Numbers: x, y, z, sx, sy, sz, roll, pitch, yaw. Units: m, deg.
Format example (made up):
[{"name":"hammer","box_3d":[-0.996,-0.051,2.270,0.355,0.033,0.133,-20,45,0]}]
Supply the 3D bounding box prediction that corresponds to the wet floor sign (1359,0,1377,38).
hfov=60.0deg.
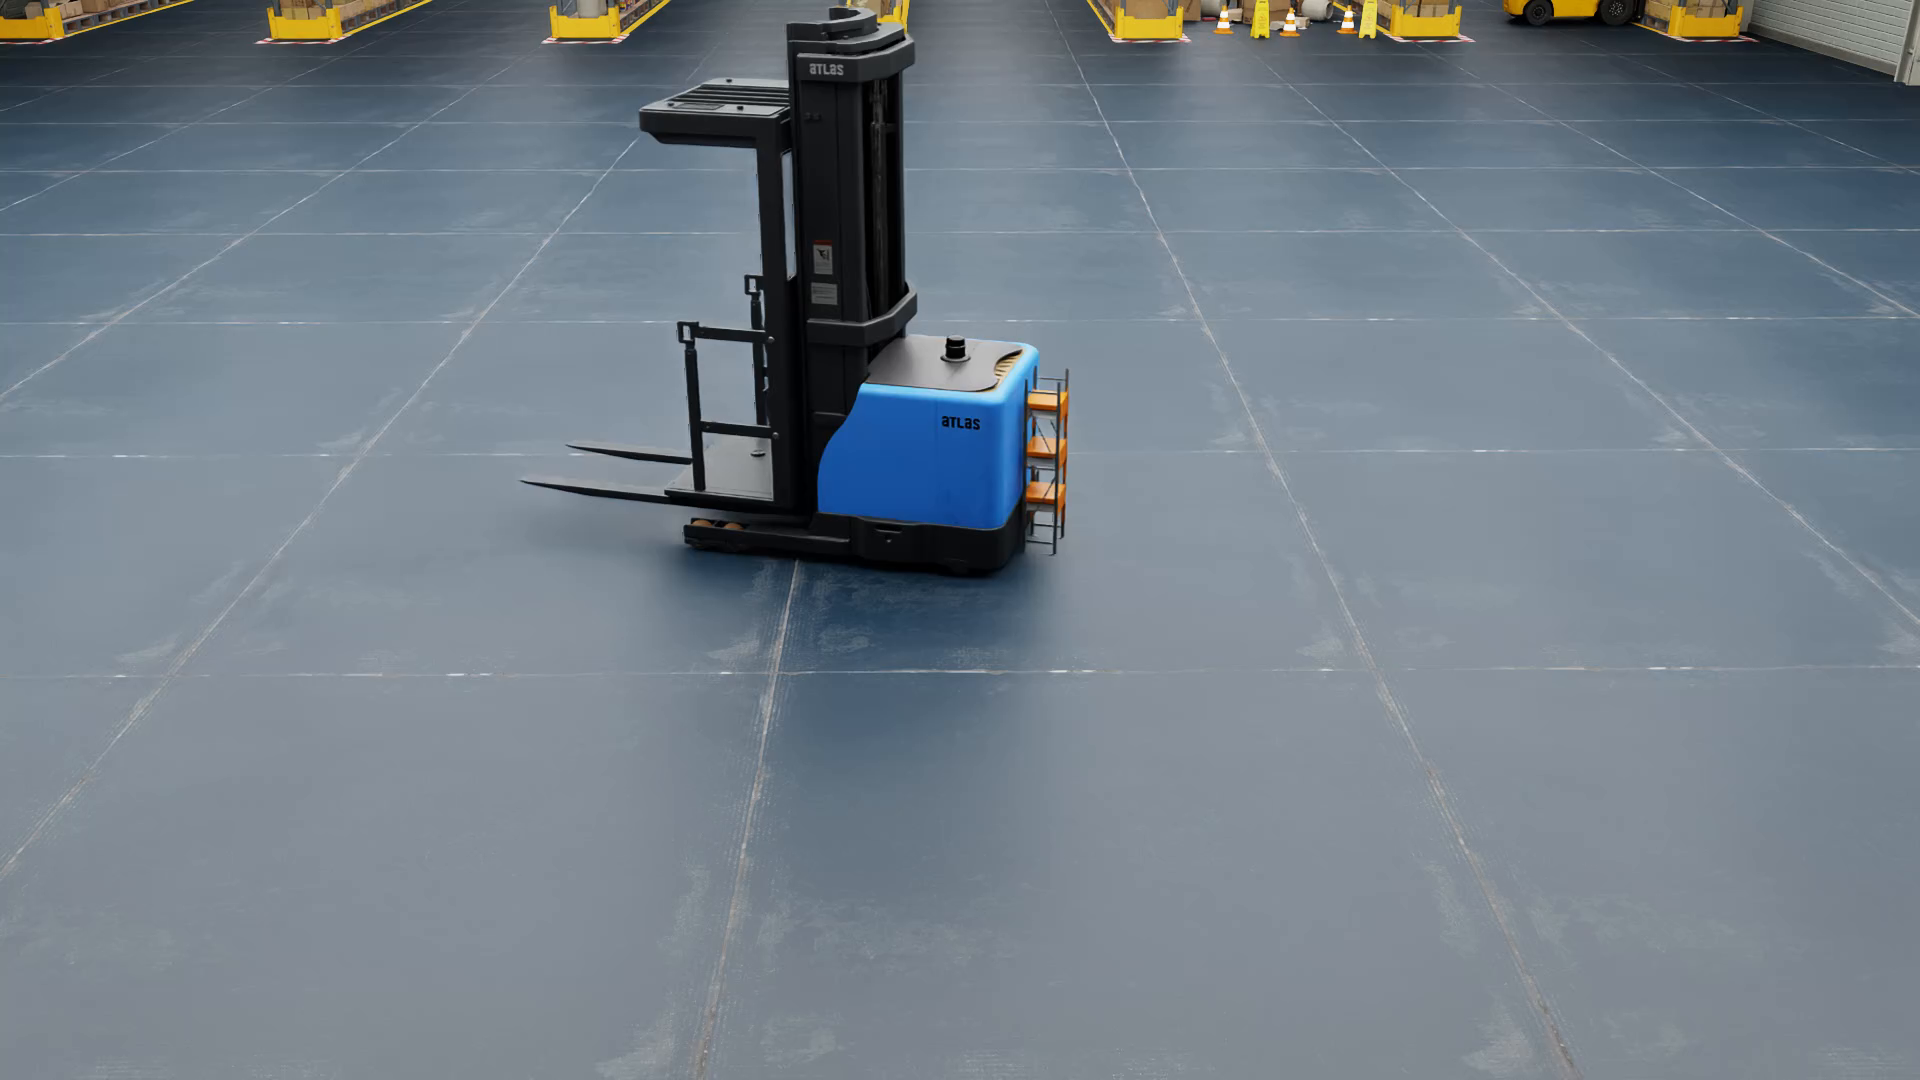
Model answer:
[{"name":"wet floor sign","box_3d":[7.211,-9.193,29.293,0.267,0.644,0.232,8,26,18]}]

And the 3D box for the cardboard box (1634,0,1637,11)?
[{"name":"cardboard box","box_3d":[12.901,-10.128,31.331,0.500,0.250,0.500,1,24,1]}]

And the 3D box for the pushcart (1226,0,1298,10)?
[{"name":"pushcart","box_3d":[5.956,-10.771,33.108,1.648,0.377,0.936,-9,26,-19]}]

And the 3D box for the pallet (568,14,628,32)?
[{"name":"pallet","box_3d":[-6.635,-9.377,30.227,1.003,0.211,1.213,0,24,-1]}]

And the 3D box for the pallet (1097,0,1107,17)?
[{"name":"pallet","box_3d":[3.217,-10.349,32.376,1.003,0.211,1.213,0,24,-1]}]

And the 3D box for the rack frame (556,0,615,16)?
[{"name":"rack frame","box_3d":[-6.583,-10.282,28.844,1.000,3.000,0.127,0,24,-1]}]

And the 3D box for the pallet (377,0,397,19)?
[{"name":"pallet","box_3d":[-11.613,-10.311,32.292,1.003,0.211,1.213,0,24,-1]}]

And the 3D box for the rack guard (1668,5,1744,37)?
[{"name":"rack guard","box_3d":[13.242,-9.224,29.537,1.175,0.500,0.348,0,24,-1]}]

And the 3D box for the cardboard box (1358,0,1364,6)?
[{"name":"cardboard box","box_3d":[7.989,-10.471,32.089,0.500,0.250,0.500,1,24,2]}]

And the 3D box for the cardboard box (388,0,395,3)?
[{"name":"cardboard box","box_3d":[-11.356,-10.658,32.502,0.500,0.250,0.500,0,24,-1]}]

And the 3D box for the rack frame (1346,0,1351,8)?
[{"name":"rack frame","box_3d":[8.235,-11.997,32.636,1.000,3.000,0.127,0,24,-1]}]

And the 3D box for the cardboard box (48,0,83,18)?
[{"name":"cardboard box","box_3d":[-16.413,-9.733,30.359,0.500,0.311,0.500,2,24,4]}]

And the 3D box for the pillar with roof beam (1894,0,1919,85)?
[{"name":"pillar with roof beam","box_3d":[9.897,-10.905,22.942,9.100,9.000,0.400,0,24,-1]}]

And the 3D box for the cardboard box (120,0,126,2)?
[{"name":"cardboard box","box_3d":[-16.498,-10.575,32.396,0.380,0.166,0.250,-3,25,-7]}]

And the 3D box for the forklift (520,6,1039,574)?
[{"name":"forklift","box_3d":[-1.104,-1.464,9.431,3.031,2.935,1.130,6,25,14]}]

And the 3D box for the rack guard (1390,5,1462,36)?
[{"name":"rack guard","box_3d":[8.278,-9.241,29.576,1.175,0.500,0.348,0,24,-1]}]

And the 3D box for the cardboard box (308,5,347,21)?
[{"name":"cardboard box","box_3d":[-11.320,-9.422,29.769,0.500,0.250,0.500,0,24,-1]}]

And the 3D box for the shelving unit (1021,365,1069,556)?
[{"name":"shelving unit","box_3d":[0.484,-0.446,9.462,0.215,1.050,0.252,6,25,13]}]

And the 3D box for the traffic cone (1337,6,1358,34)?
[{"name":"traffic cone","box_3d":[6.984,-9.364,29.893,0.336,0.463,0.334,0,24,-1]}]

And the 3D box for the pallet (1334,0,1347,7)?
[{"name":"pallet","box_3d":[8.225,-11.047,33.920,1.003,0.211,1.213,0,24,-1]}]

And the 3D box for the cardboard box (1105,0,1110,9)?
[{"name":"cardboard box","box_3d":[3.237,-10.525,31.451,0.875,0.875,0.875,0,24,0]}]

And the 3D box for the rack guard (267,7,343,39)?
[{"name":"rack guard","box_3d":[-11.536,-9.112,29.291,1.175,0.500,0.348,0,24,-1]}]

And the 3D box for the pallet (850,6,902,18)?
[{"name":"pallet","box_3d":[-1.615,-9.901,31.386,1.003,0.211,1.213,0,24,-1]}]

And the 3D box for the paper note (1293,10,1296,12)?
[{"name":"paper note","box_3d":[6.535,-10.418,32.748,0.148,0.019,0.142,0,24,-1]}]

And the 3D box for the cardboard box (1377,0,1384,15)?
[{"name":"cardboard box","box_3d":[8.003,-9.833,30.677,0.500,0.250,0.500,0,24,0]}]

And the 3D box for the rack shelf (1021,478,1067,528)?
[{"name":"rack shelf","box_3d":[0.484,-0.183,9.581,0.215,0.259,0.240,6,25,13]}]

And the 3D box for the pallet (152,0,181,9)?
[{"name":"pallet","box_3d":[-16.543,-10.936,33.674,1.003,0.211,1.213,0,24,-1]}]

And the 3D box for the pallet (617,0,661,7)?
[{"name":"pallet","box_3d":[-6.674,-10.983,33.778,1.003,0.211,1.213,0,24,-1]}]

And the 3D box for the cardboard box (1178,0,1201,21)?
[{"name":"cardboard box","box_3d":[4.330,-10.160,31.605,0.500,0.500,0.500,4,25,9]}]

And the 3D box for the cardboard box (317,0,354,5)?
[{"name":"cardboard box","box_3d":[-11.327,-9.969,30.070,0.500,0.500,0.500,0,24,-1]}]

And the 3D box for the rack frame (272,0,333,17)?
[{"name":"rack frame","box_3d":[-11.536,-10.261,28.798,1.000,3.000,0.127,0,24,-1]}]

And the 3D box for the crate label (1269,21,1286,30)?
[{"name":"crate label","box_3d":[5.807,-9.394,30.355,0.250,0.136,0.298,-14,28,-28]}]

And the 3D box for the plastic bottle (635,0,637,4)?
[{"name":"plastic bottle","box_3d":[-6.286,-10.483,32.050,0.061,0.283,0.133,1,24,3]}]

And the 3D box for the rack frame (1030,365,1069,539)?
[{"name":"rack frame","box_3d":[0.513,-0.495,9.570,0.200,1.050,0.008,6,25,13]}]

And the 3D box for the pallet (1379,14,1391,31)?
[{"name":"pallet","box_3d":[8.304,-9.444,30.376,1.003,0.211,1.213,0,24,-1]}]

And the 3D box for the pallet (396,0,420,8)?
[{"name":"pallet","box_3d":[-11.627,-10.942,33.688,1.003,0.211,1.213,0,24,-1]}]

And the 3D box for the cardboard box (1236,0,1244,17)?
[{"name":"cardboard box","box_3d":[5.710,-10.371,31.905,0.797,0.637,0.503,0,24,-1]}]

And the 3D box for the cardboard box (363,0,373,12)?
[{"name":"cardboard box","box_3d":[-11.334,-10.040,31.135,0.500,0.250,0.500,0,24,-1]}]

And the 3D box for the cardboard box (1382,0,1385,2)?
[{"name":"cardboard box","box_3d":[8.000,-10.173,30.520,0.500,0.500,0.500,1,24,1]}]

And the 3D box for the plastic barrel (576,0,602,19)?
[{"name":"plastic barrel","box_3d":[-6.667,-9.611,29.869,0.421,0.512,0.421,0,24,0]}]

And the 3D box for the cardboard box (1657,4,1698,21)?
[{"name":"cardboard box","box_3d":[12.921,-9.503,29.949,0.500,0.250,0.500,0,24,0]}]

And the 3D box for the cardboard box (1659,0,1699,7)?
[{"name":"cardboard box","box_3d":[12.924,-9.738,29.862,0.500,0.250,0.500,-1,24,-1]}]

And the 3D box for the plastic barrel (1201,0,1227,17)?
[{"name":"plastic barrel","box_3d":[4.833,-10.299,32.007,0.512,0.421,0.421,19,30,35]}]
